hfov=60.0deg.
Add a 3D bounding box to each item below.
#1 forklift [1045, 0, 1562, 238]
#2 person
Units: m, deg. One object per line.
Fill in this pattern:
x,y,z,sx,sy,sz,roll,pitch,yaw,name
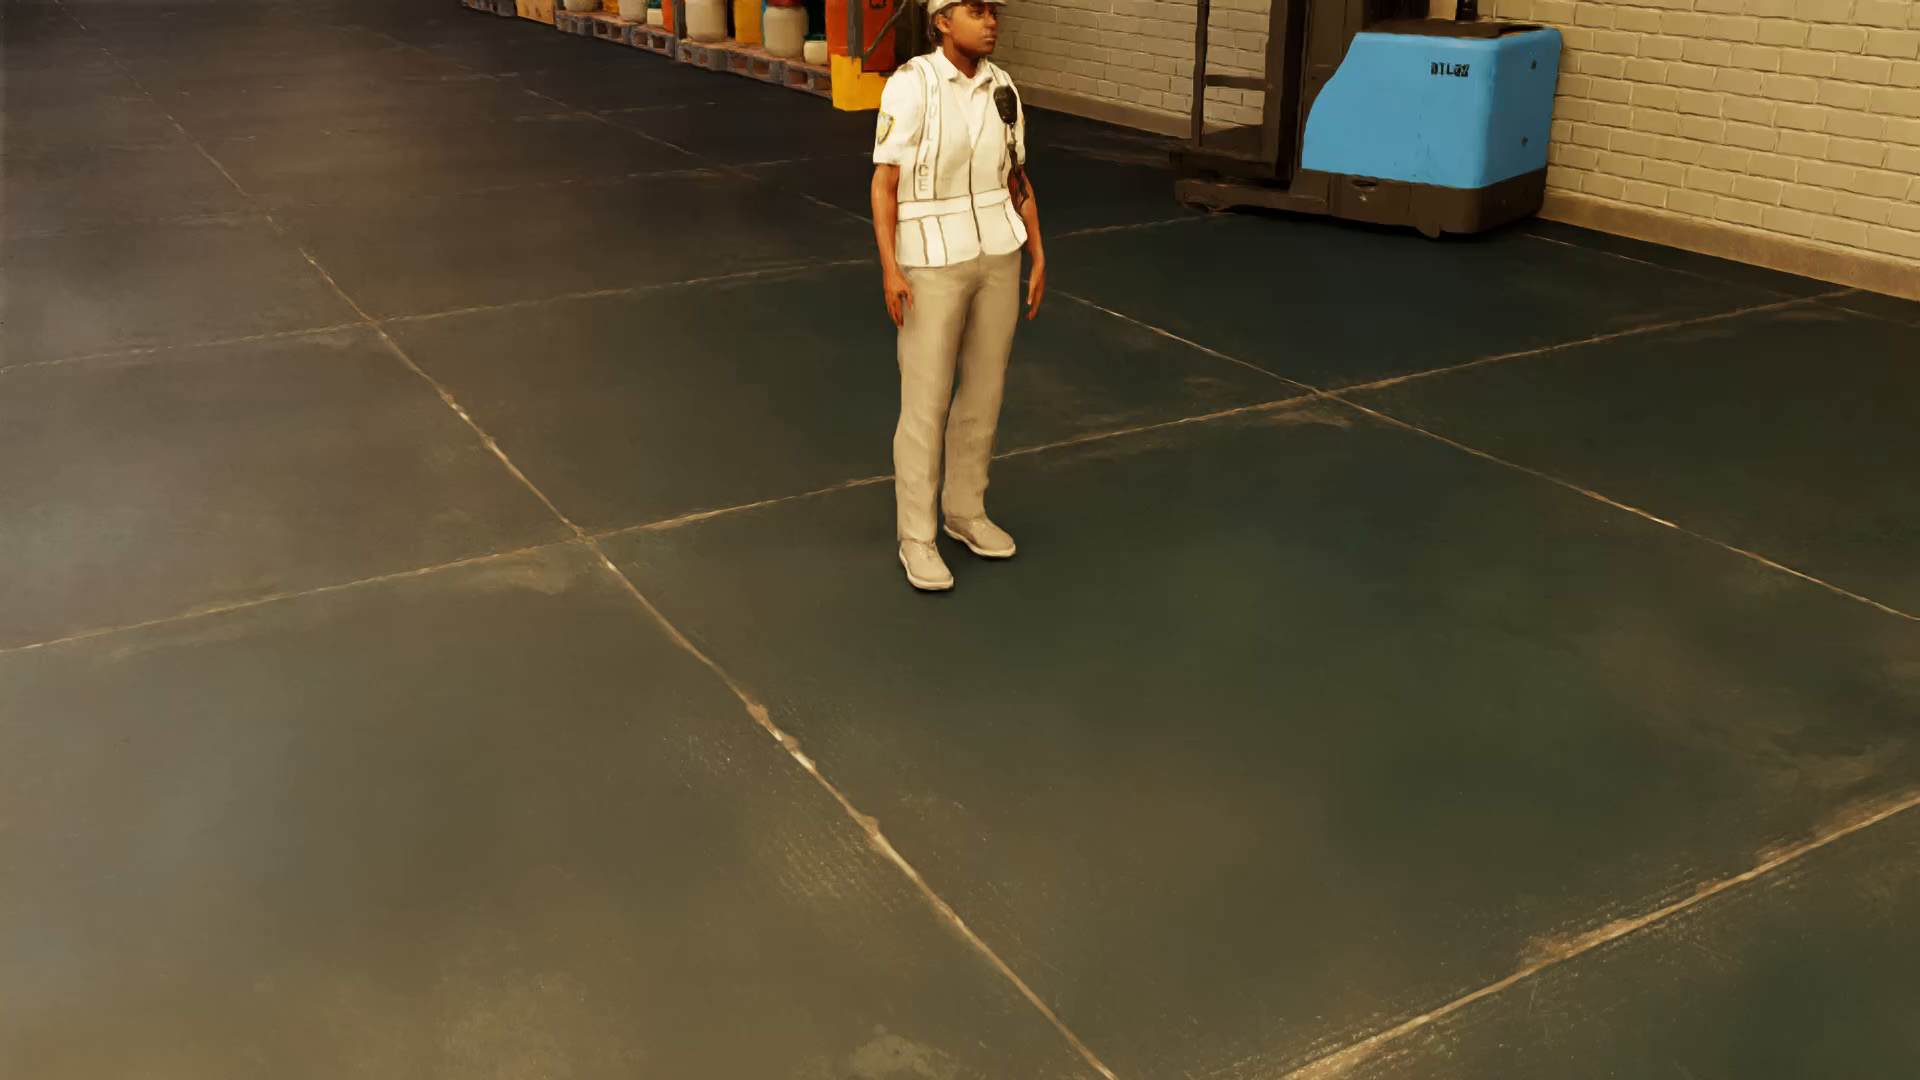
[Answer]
1.925,-3.448,9.677,3.031,2.935,1.130,18,28,36,forklift
0.021,-0.763,4.741,0.570,1.695,0.529,-12,25,-28,person
